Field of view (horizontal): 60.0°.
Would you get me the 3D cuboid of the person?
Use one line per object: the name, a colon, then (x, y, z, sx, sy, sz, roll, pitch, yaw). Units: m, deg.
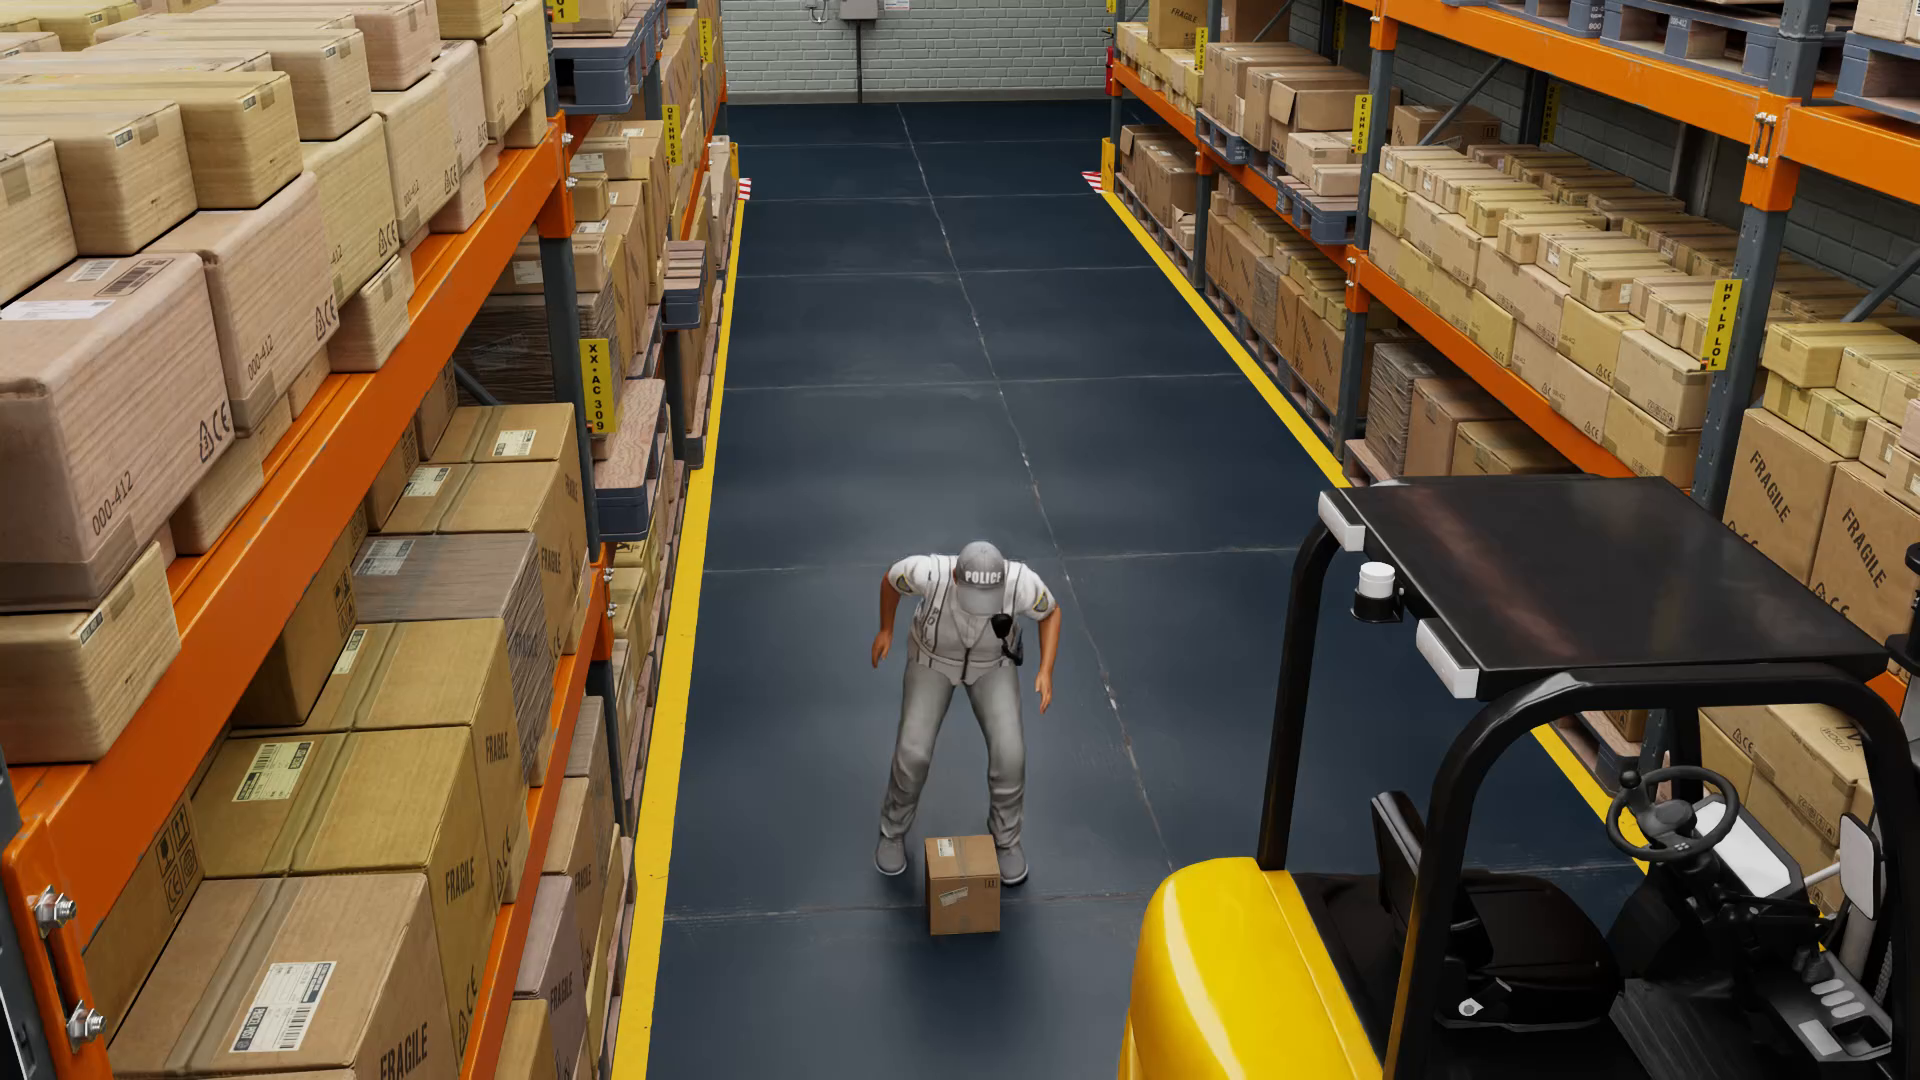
person: (0.024, 0.555, 6.207, 0.716, 1.382, 0.759, -1, 24, -3)
